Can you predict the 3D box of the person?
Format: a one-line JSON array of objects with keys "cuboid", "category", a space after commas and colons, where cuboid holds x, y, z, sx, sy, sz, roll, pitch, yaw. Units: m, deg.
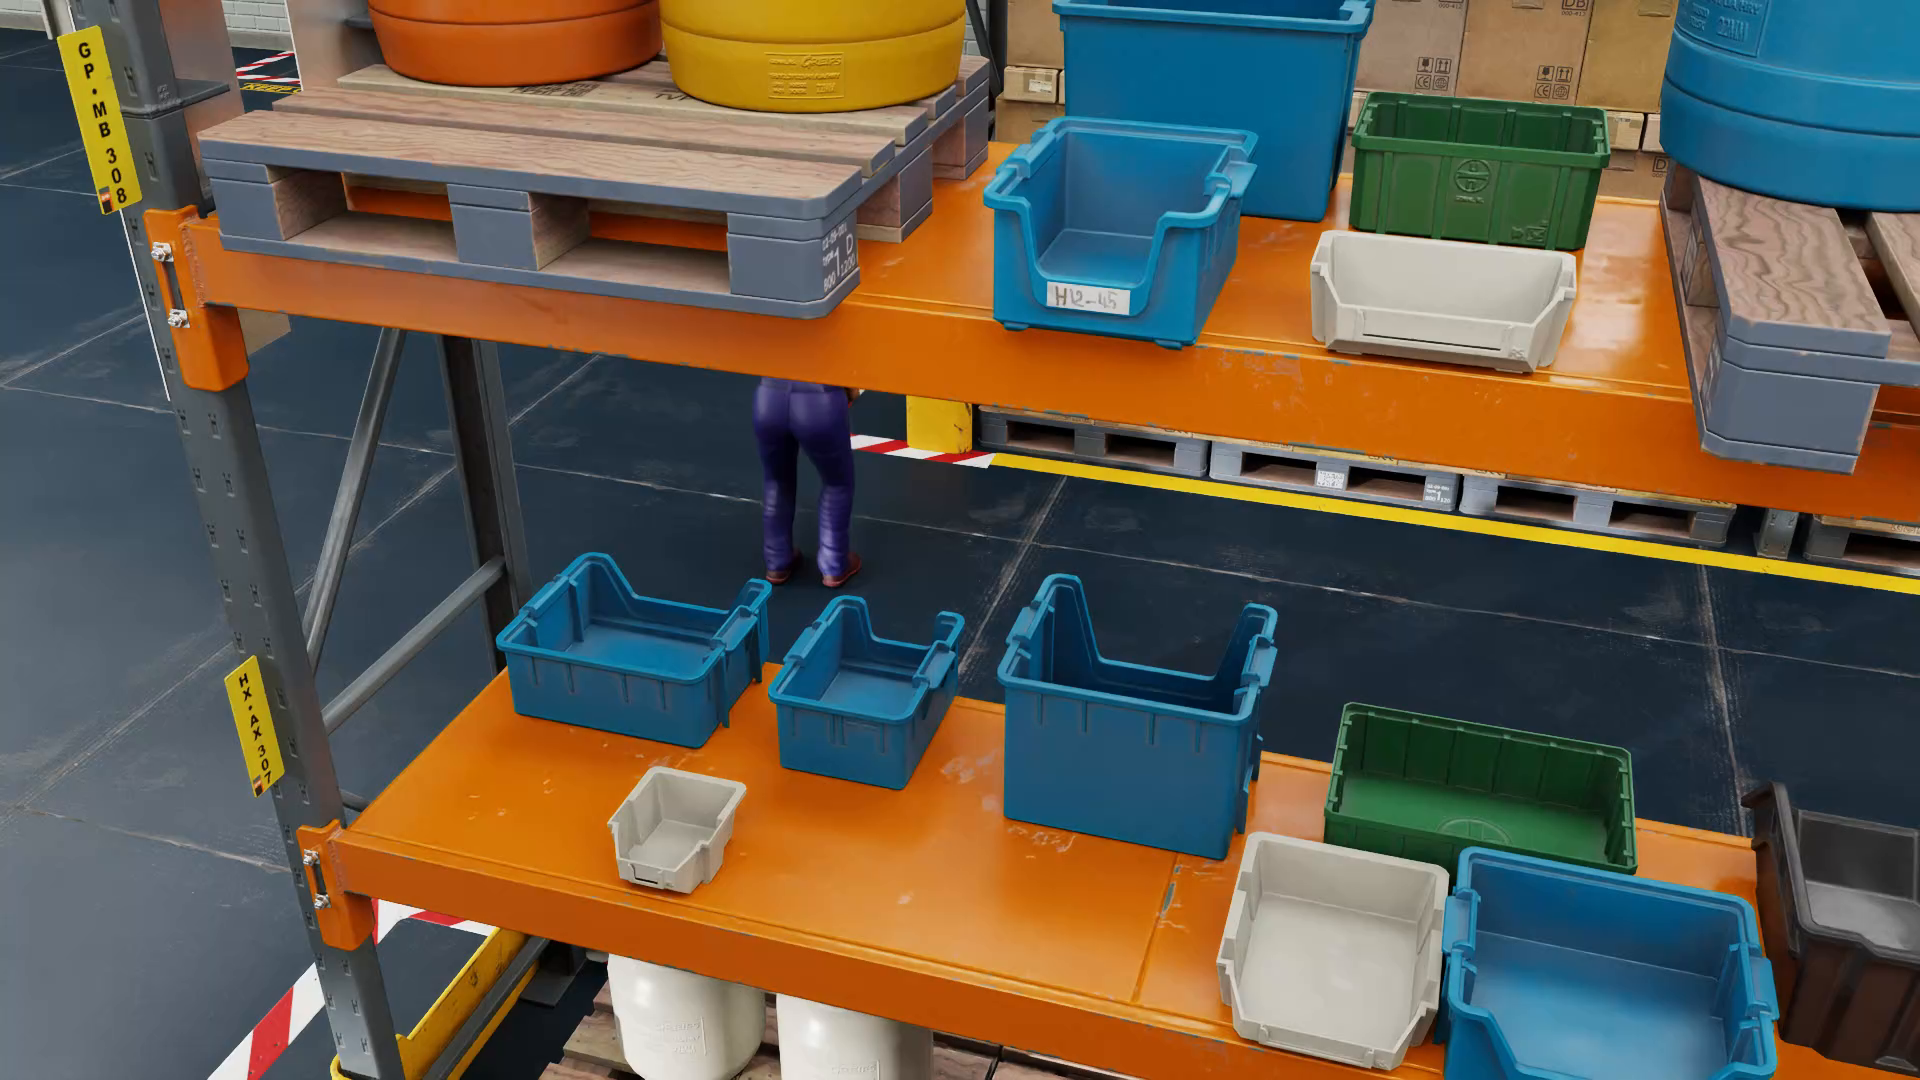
[{"cuboid": [-0.662, -0.578, 7.181, 0.434, 1.644, 0.537, 8, 30, 14], "category": "person"}]
